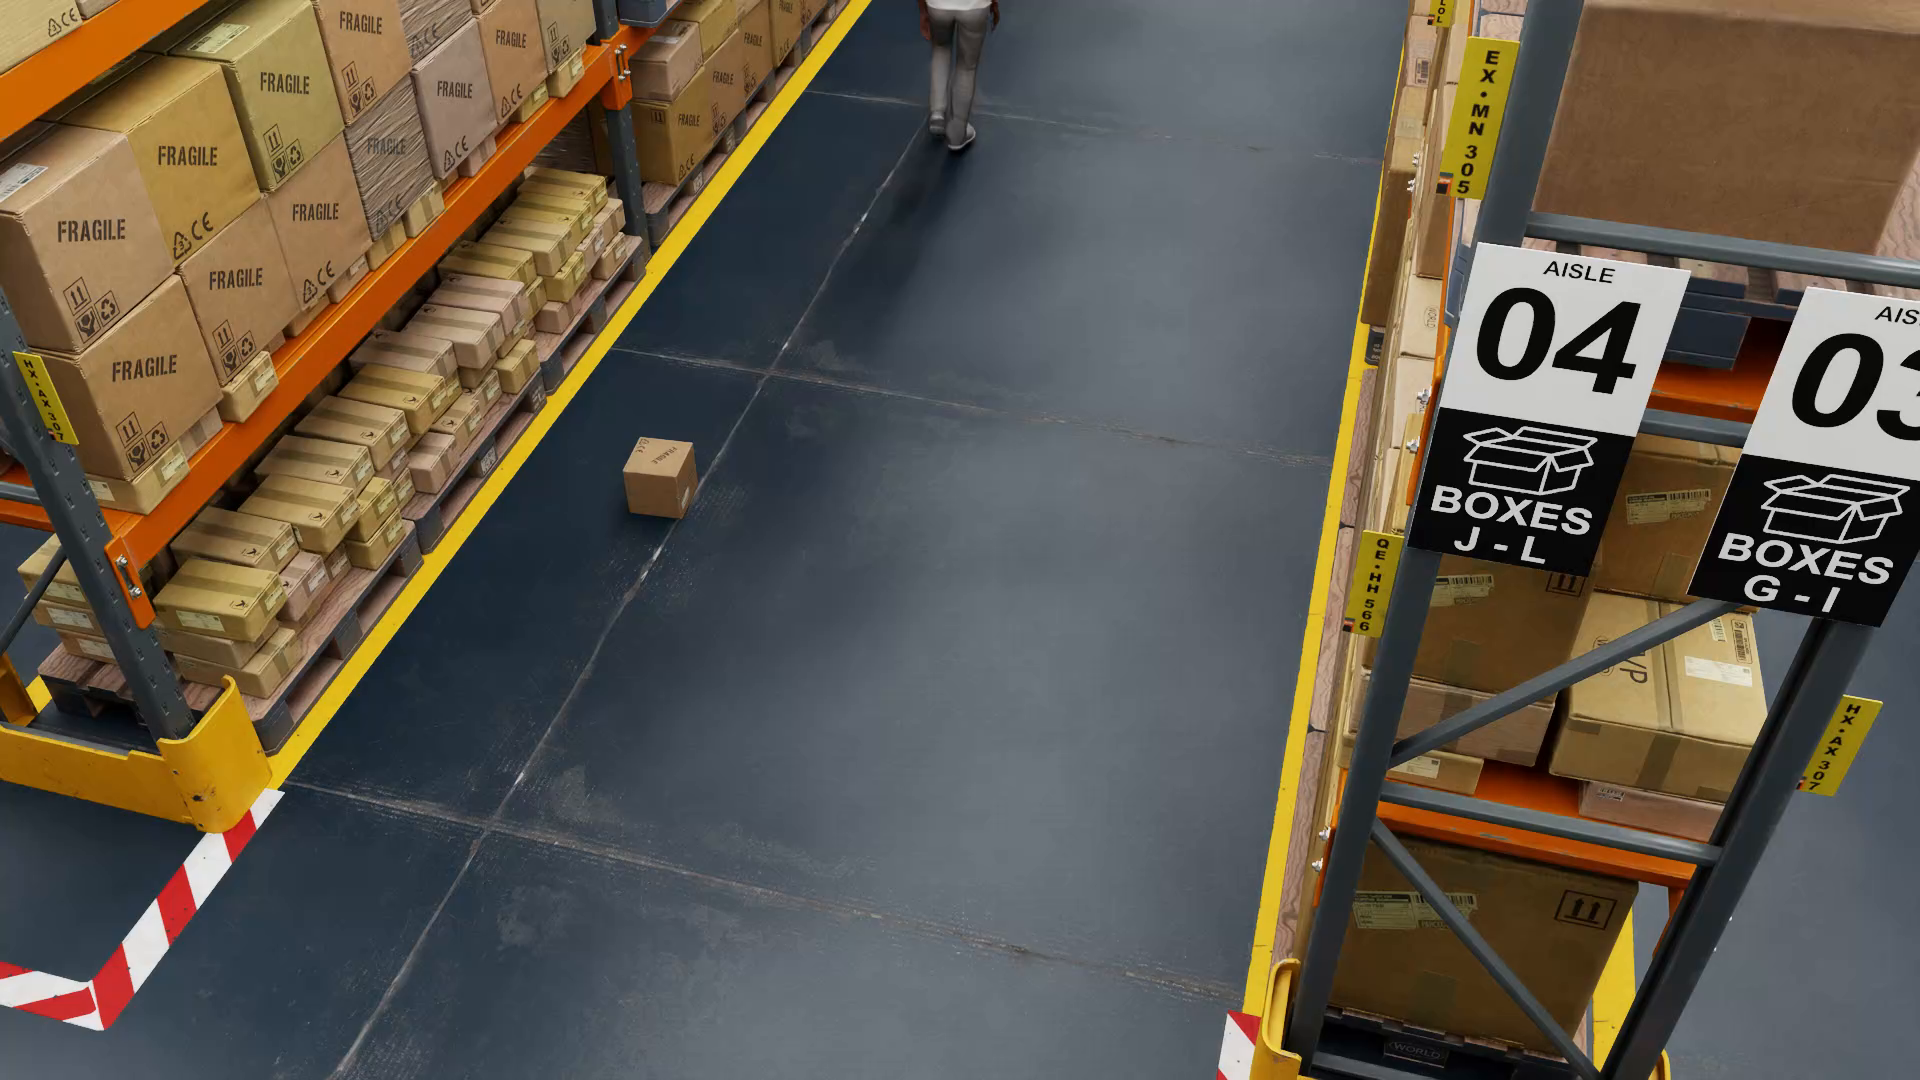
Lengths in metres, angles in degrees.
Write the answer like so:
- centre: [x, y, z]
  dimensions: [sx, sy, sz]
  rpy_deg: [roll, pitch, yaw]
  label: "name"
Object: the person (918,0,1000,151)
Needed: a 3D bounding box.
- centre: [-0.003, -3.096, 9.662]
  dimensions: [0.456, 1.719, 0.465]
  rpy_deg: [9, 42, 10]
  label: "person"
